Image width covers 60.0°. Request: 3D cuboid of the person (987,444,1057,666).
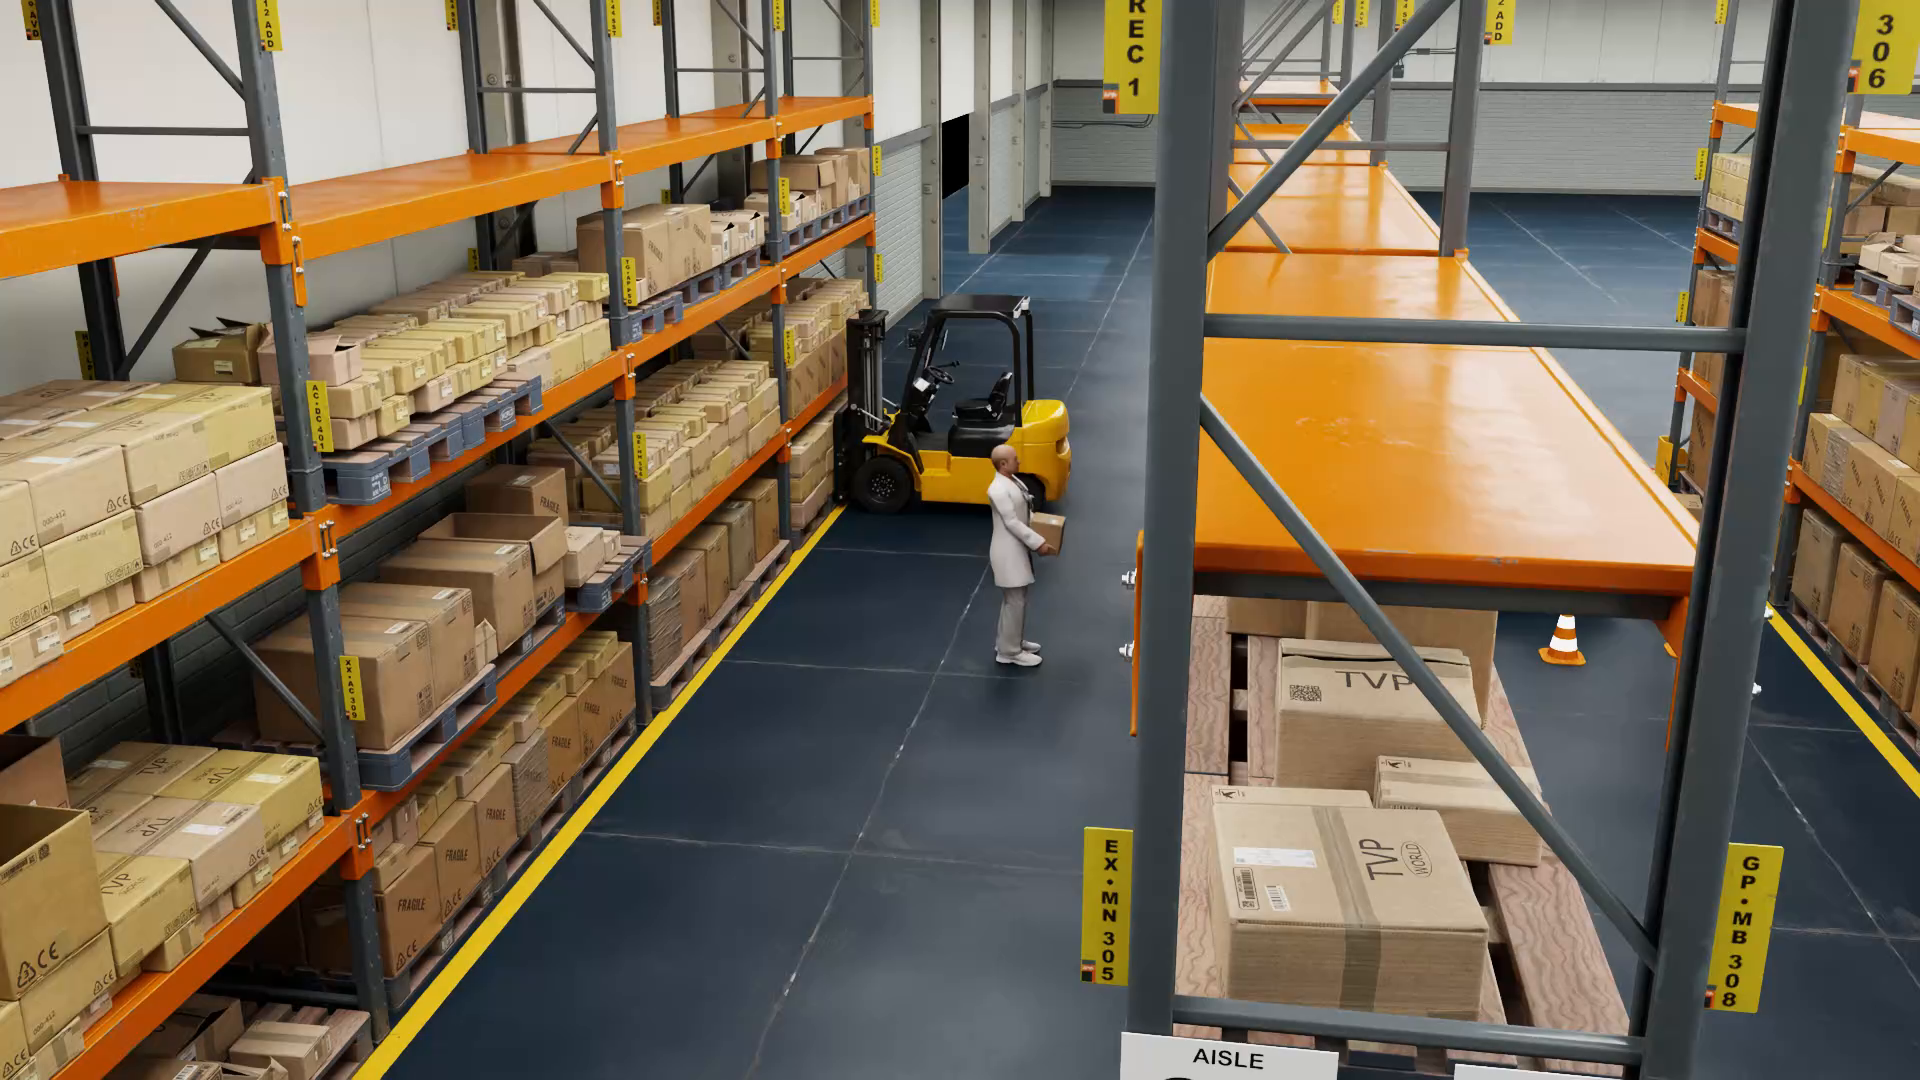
[{"bbox_3d":[0.511,0.111,13.250,0.561,1.772,0.529,3,18,10],"label":"person"}]
